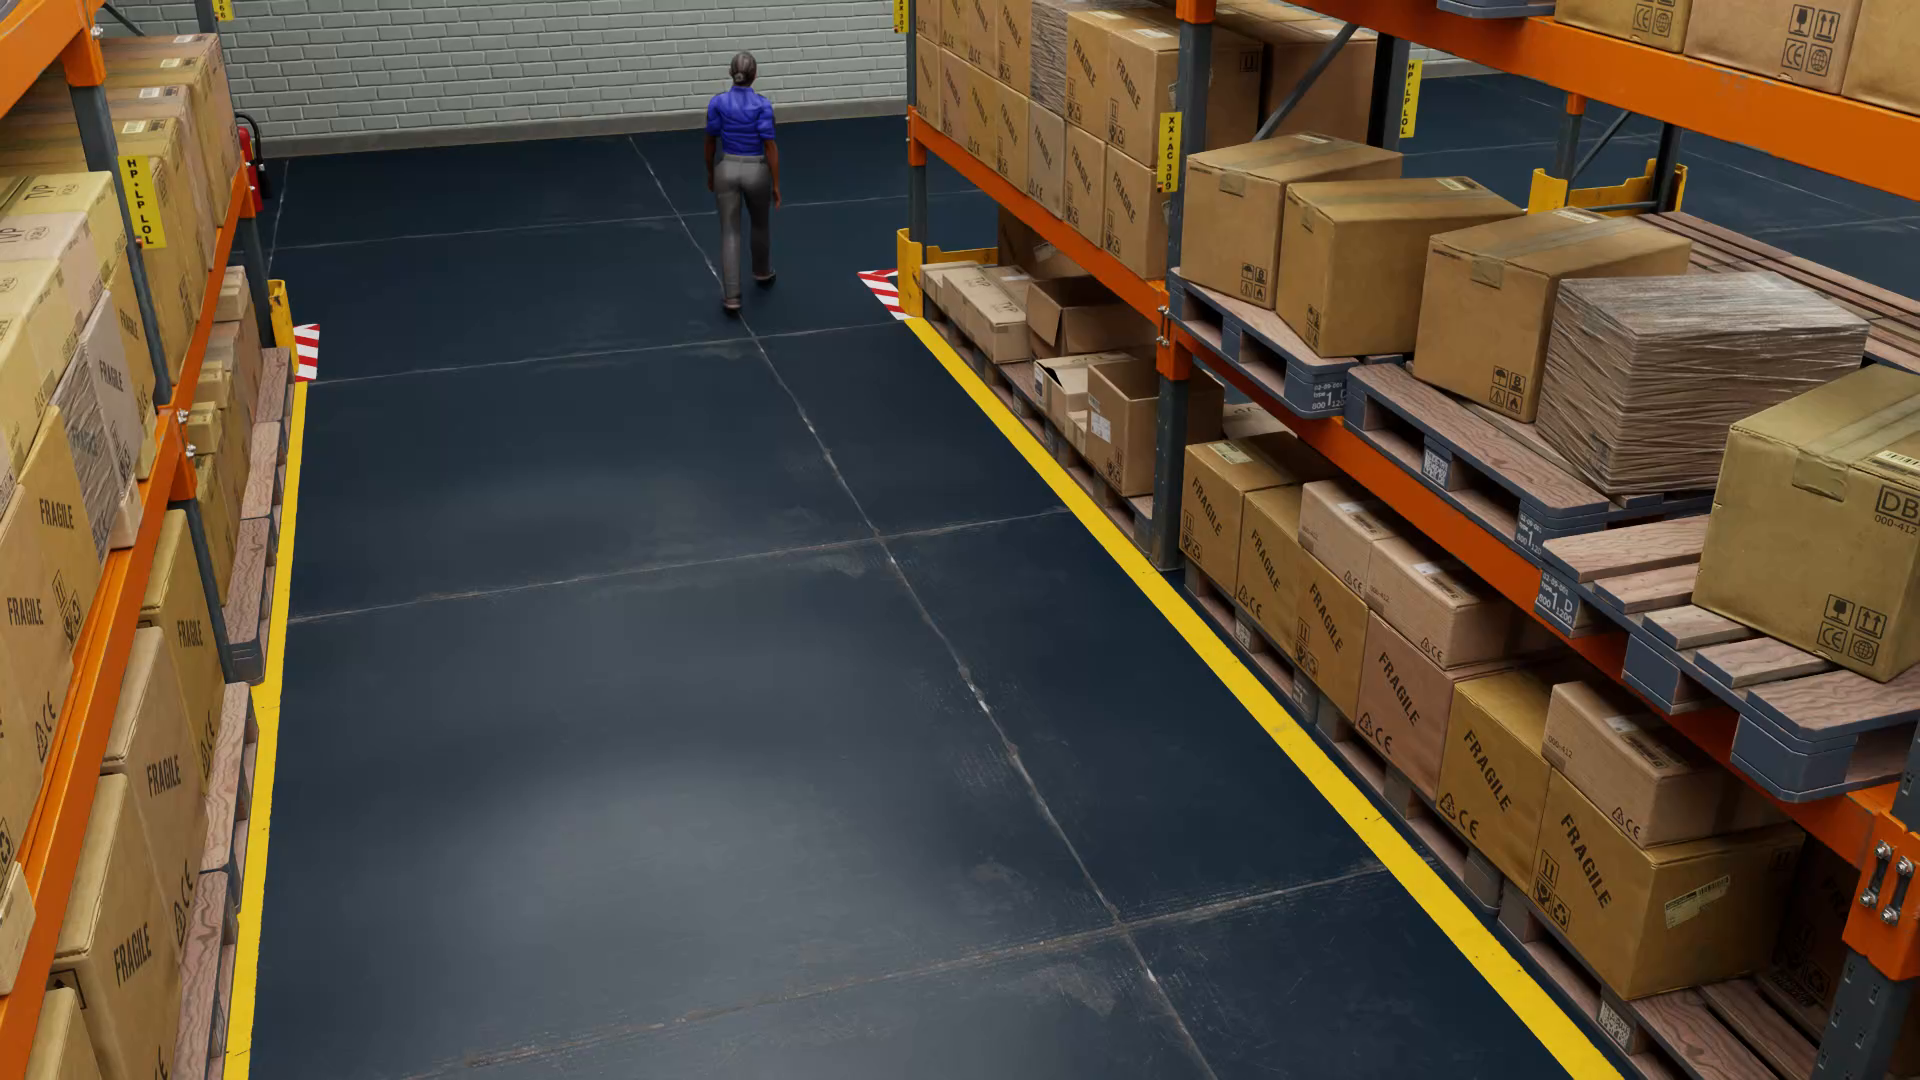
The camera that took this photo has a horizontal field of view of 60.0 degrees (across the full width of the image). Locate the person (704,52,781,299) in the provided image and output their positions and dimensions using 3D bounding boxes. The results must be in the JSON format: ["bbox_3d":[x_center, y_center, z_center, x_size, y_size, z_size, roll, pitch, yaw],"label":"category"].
[{"bbox_3d":[-1.416,-2.387,10.825,0.501,1.546,0.808,-1,27,-2],"label":"person"}]
